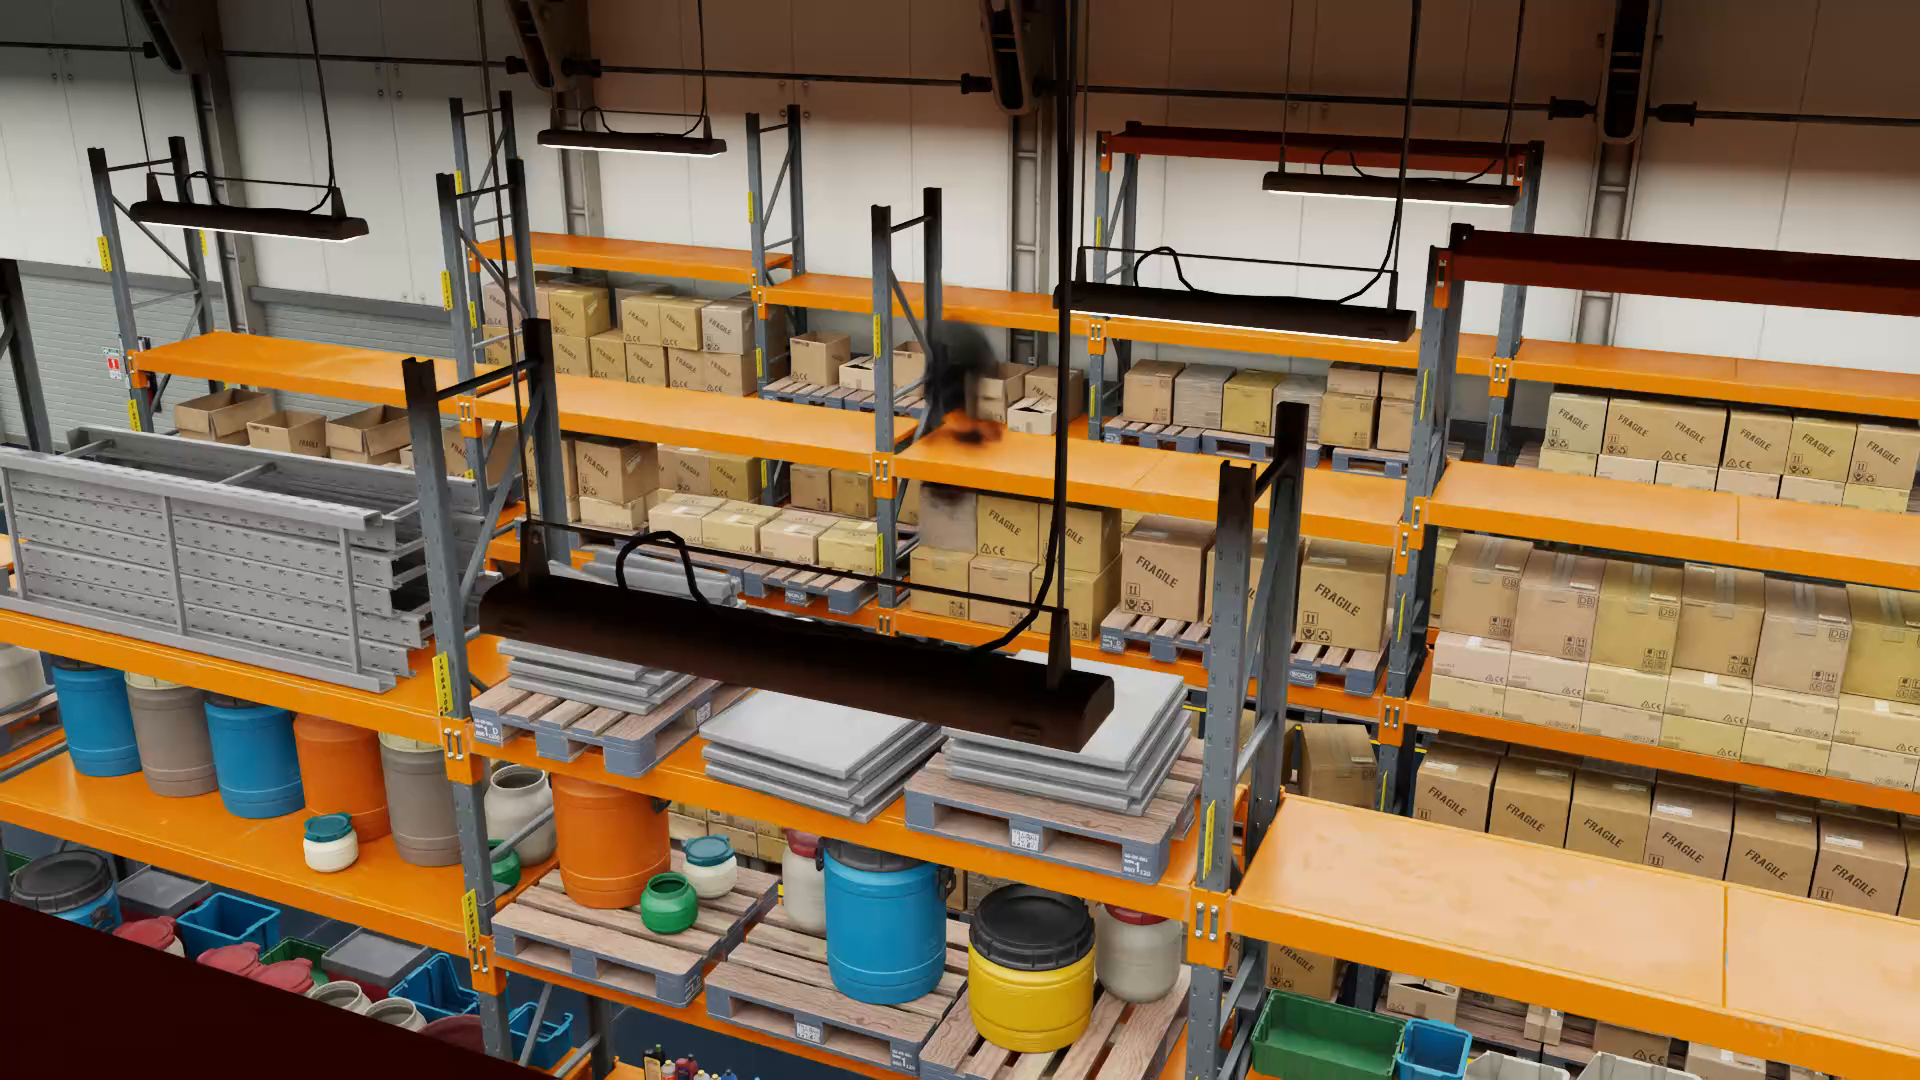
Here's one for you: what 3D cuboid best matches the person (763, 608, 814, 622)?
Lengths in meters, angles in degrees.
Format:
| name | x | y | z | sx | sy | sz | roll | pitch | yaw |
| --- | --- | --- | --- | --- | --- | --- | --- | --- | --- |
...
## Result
| name | x | y | z | sx | sy | sz | roll | pitch | yaw |
| --- | --- | --- | --- | --- | --- | --- | --- | --- | --- |
| person | -1.620 | 1.368 | 16.938 | 0.816 | 1.497 | 0.644 | 1 | 21 | 2 |
